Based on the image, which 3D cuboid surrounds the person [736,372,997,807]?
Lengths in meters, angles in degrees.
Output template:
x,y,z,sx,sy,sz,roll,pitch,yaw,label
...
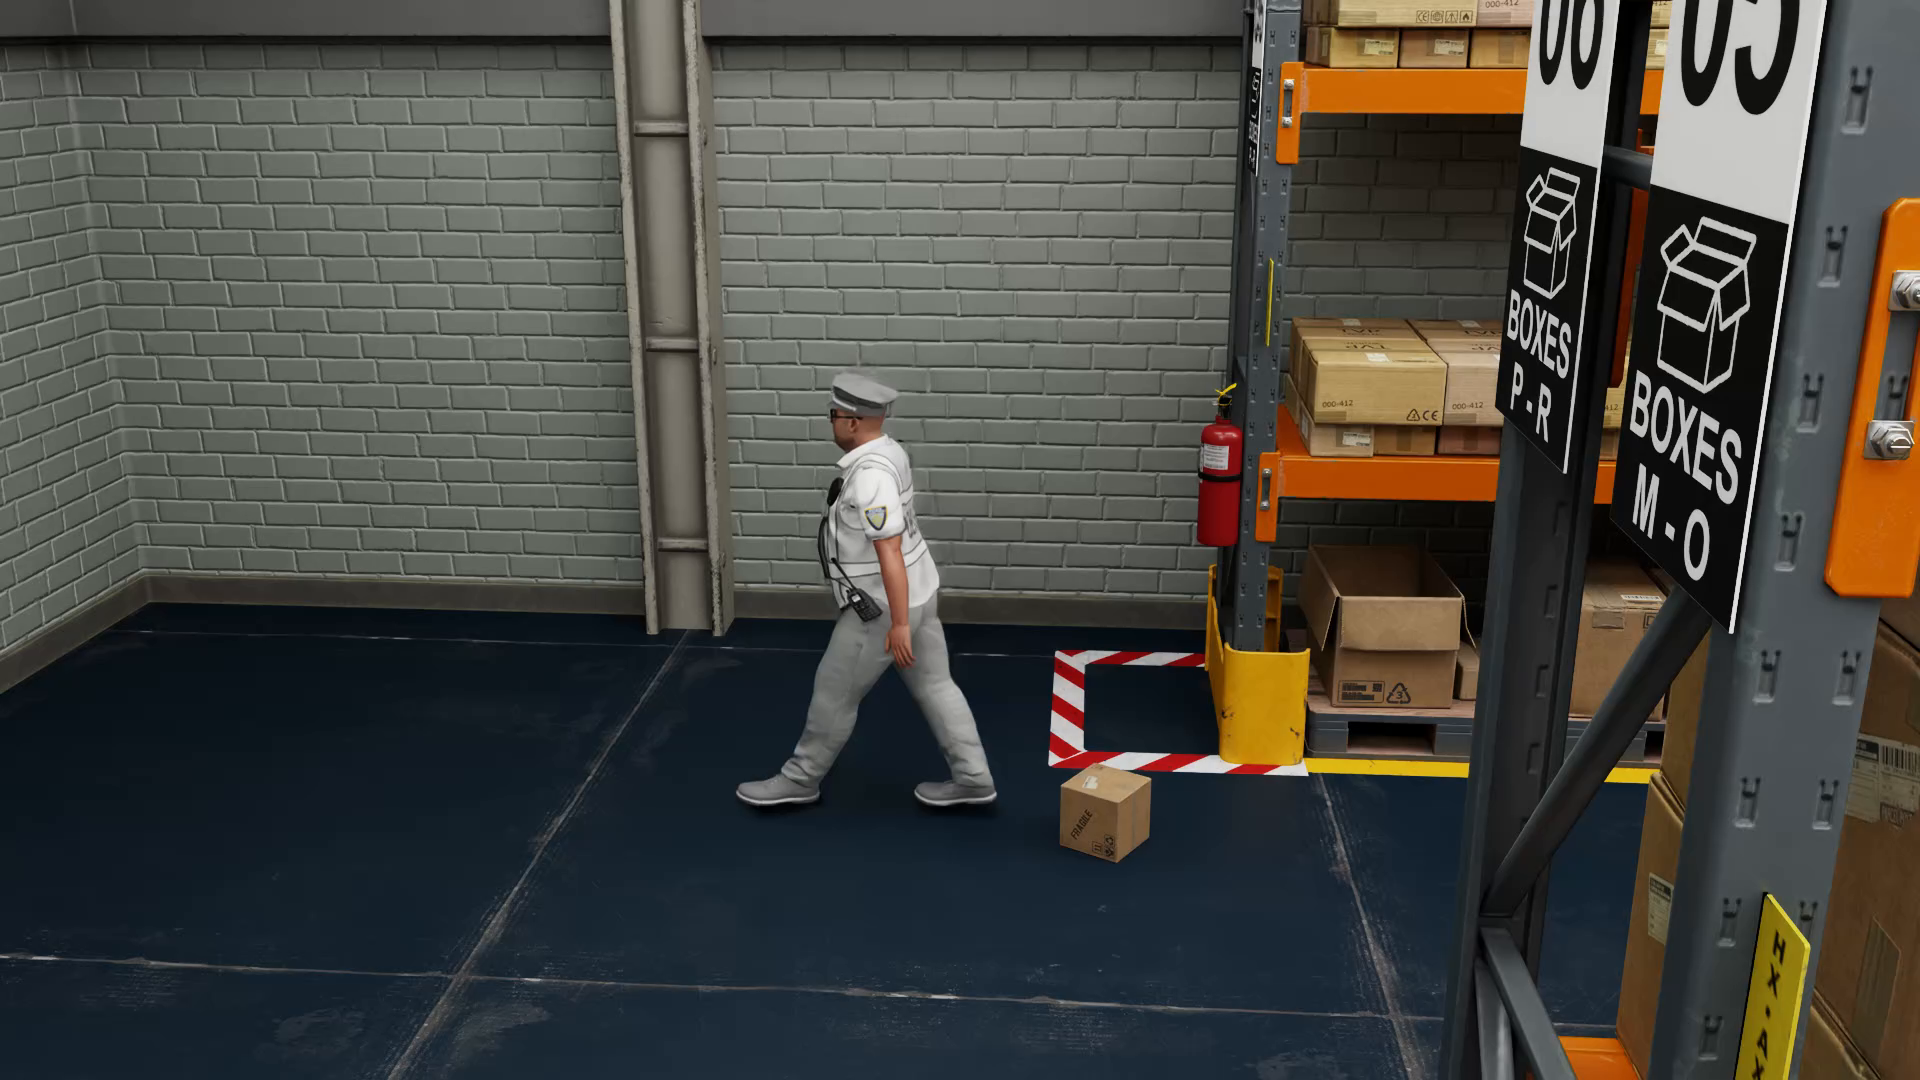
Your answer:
x,y,z,sx,sy,sz,roll,pitch,yaw,label
-0.352,0.203,6.347,1.005,1.697,0.569,4,18,14,person
